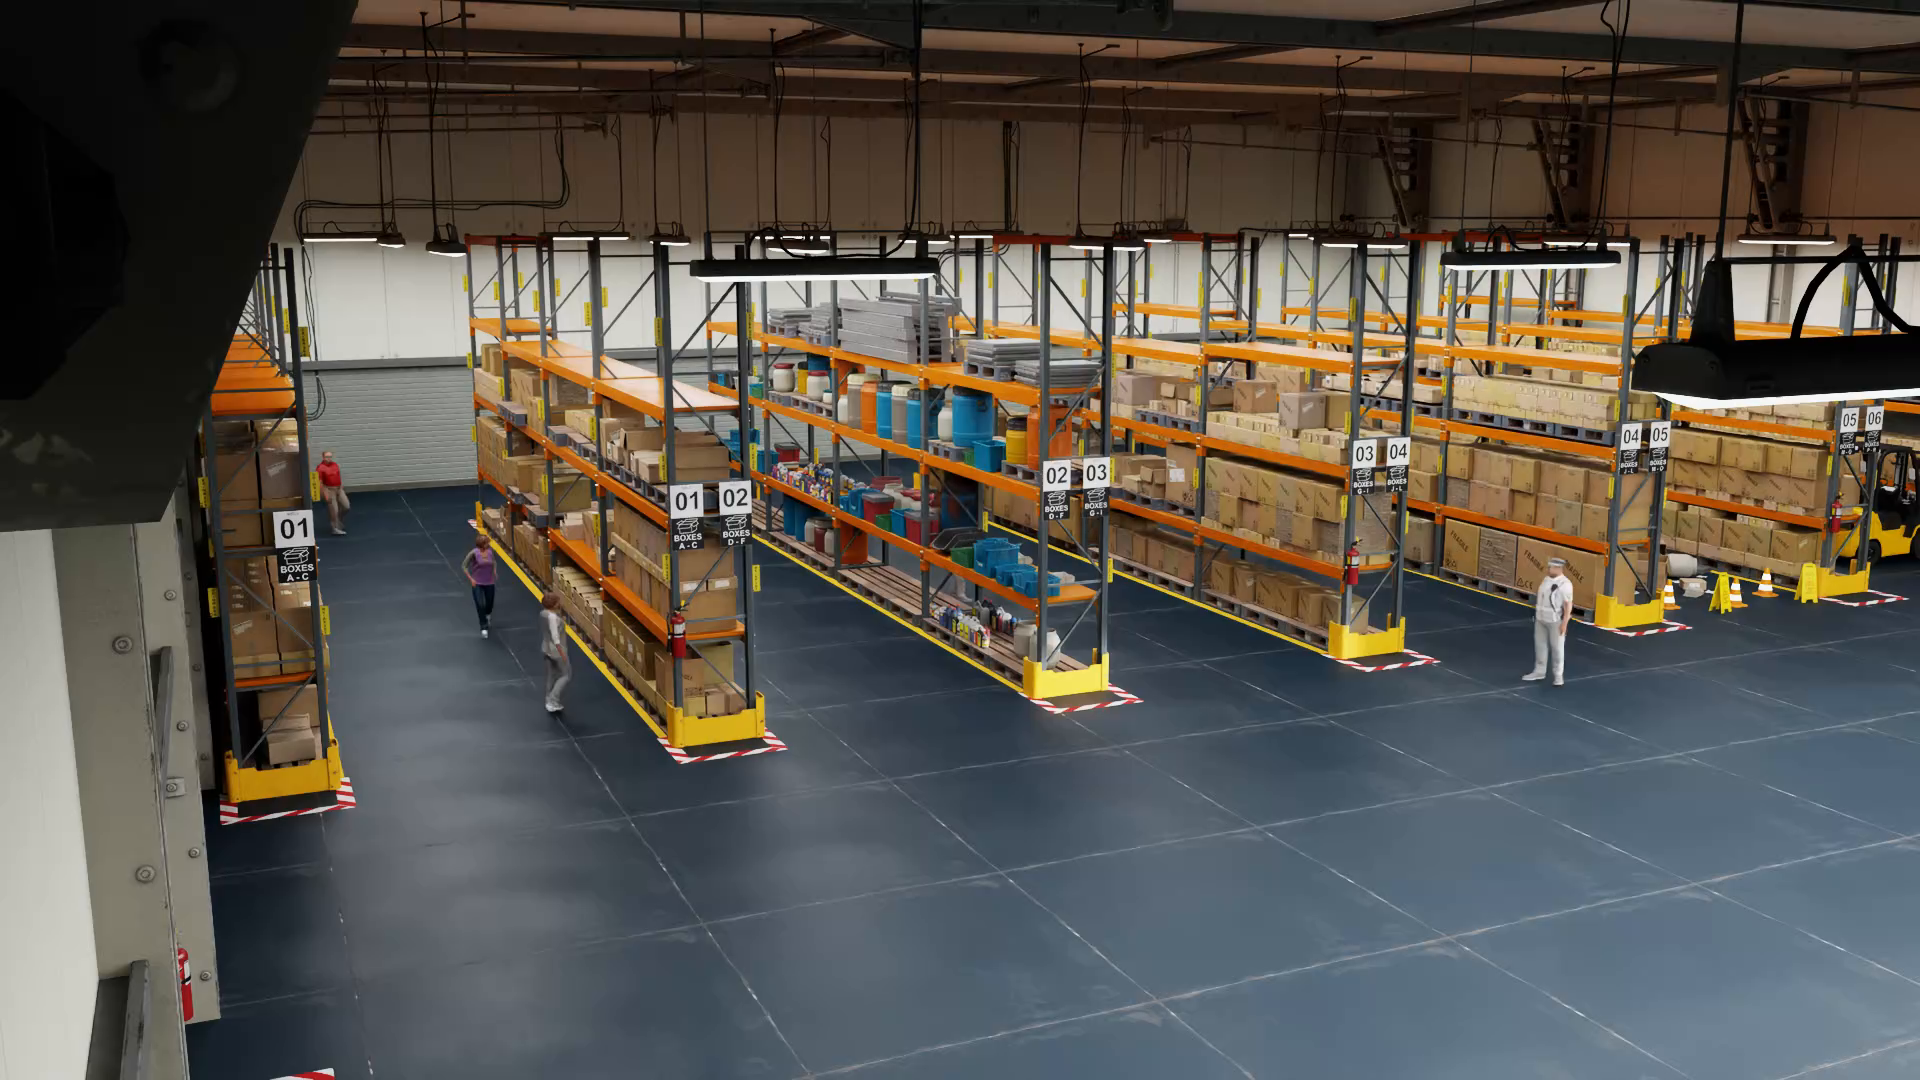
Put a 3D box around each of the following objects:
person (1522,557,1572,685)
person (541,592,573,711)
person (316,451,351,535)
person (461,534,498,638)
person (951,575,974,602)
[{"bbox_3d":[8.101,1.095,22.827,0.464,1.766,0.630,-9,14,-38],"label":"person"},{"bbox_3d":[-5.234,1.457,21.406,0.445,1.607,0.395,10,15,41],"label":"person"},{"bbox_3d":[-12.645,-0.962,33.497,0.516,1.708,0.637,7,13,30],"label":"person"},{"bbox_3d":[-7.389,0.678,25.602,0.541,1.587,0.648,-4,12,-20],"label":"person"},{"bbox_3d":[0.042,0.195,27.716,0.436,1.676,0.534,2,11,11],"label":"person"}]
